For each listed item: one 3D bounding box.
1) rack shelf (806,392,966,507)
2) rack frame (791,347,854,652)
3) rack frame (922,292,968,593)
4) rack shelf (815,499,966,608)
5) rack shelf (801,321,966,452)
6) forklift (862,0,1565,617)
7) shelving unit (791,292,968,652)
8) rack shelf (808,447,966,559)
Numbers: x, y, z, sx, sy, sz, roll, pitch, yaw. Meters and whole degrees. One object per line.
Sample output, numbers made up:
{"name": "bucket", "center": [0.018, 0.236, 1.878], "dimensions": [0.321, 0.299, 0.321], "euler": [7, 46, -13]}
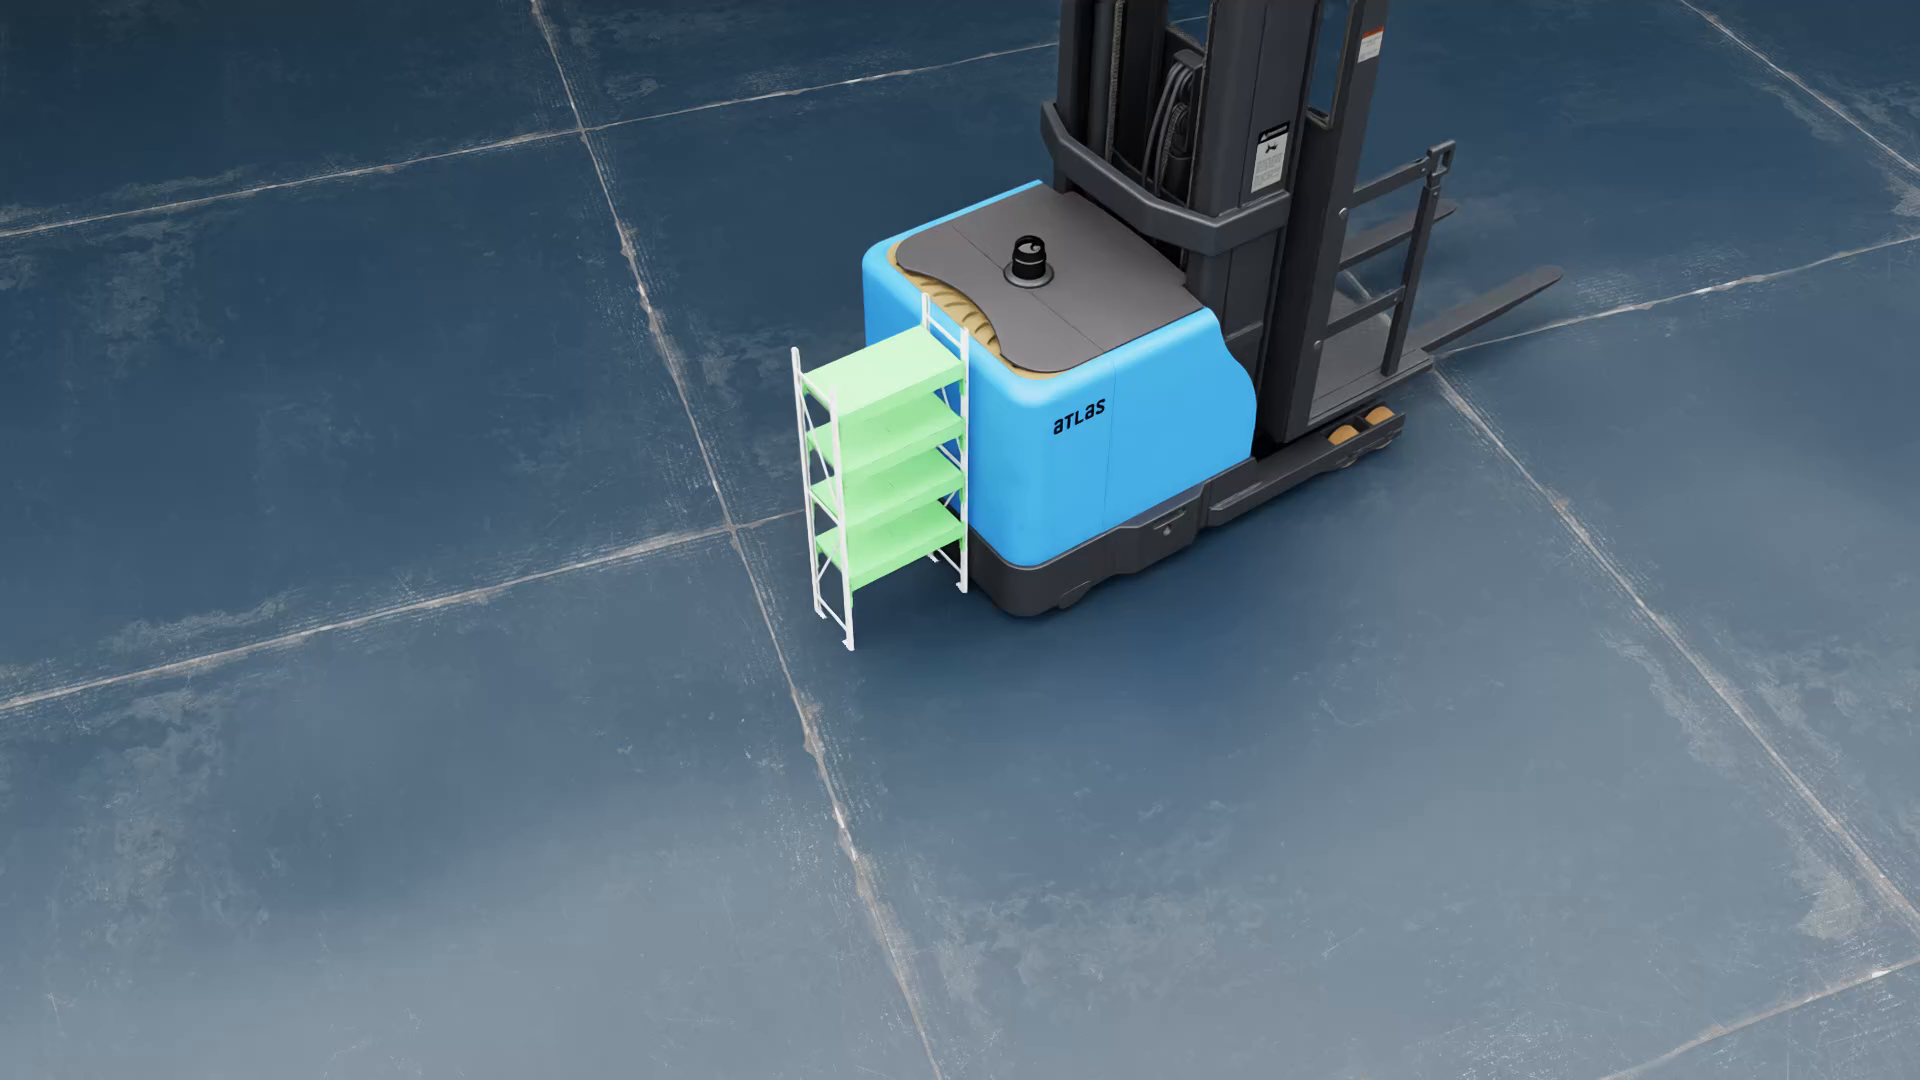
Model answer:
{"name": "rack shelf", "center": [-0.248, -0.326, 5.479], "dimensions": [0.480, 0.148, 0.258], "euler": [-26, 51, -24]}
{"name": "rack frame", "center": [-0.448, -0.103, 5.505], "dimensions": [0.015, 1.200, 0.240], "euler": [-26, 51, -24]}
{"name": "rack frame", "center": [-0.048, -0.301, 5.703], "dimensions": [0.015, 1.200, 0.240], "euler": [-26, 51, -24]}
{"name": "rack shelf", "center": [-0.248, 0.013, 5.819], "dimensions": [0.480, 0.148, 0.258], "euler": [-26, 51, -24]}
{"name": "rack shelf", "center": [-0.248, -0.495, 5.309], "dimensions": [0.480, 0.148, 0.258], "euler": [-26, 51, -24]}
{"name": "forklift", "center": [1.145, -1.602, 5.777], "dimensions": [3.031, 2.935, 1.130], "euler": [-26, 51, -24]}
{"name": "shelving unit", "center": [-0.248, -0.202, 5.604], "dimensions": [0.503, 1.200, 0.258], "euler": [-26, 51, -24]}
{"name": "rack shelf", "center": [-0.248, -0.157, 5.649], "dimensions": [0.480, 0.148, 0.258], "euler": [-26, 51, -24]}
